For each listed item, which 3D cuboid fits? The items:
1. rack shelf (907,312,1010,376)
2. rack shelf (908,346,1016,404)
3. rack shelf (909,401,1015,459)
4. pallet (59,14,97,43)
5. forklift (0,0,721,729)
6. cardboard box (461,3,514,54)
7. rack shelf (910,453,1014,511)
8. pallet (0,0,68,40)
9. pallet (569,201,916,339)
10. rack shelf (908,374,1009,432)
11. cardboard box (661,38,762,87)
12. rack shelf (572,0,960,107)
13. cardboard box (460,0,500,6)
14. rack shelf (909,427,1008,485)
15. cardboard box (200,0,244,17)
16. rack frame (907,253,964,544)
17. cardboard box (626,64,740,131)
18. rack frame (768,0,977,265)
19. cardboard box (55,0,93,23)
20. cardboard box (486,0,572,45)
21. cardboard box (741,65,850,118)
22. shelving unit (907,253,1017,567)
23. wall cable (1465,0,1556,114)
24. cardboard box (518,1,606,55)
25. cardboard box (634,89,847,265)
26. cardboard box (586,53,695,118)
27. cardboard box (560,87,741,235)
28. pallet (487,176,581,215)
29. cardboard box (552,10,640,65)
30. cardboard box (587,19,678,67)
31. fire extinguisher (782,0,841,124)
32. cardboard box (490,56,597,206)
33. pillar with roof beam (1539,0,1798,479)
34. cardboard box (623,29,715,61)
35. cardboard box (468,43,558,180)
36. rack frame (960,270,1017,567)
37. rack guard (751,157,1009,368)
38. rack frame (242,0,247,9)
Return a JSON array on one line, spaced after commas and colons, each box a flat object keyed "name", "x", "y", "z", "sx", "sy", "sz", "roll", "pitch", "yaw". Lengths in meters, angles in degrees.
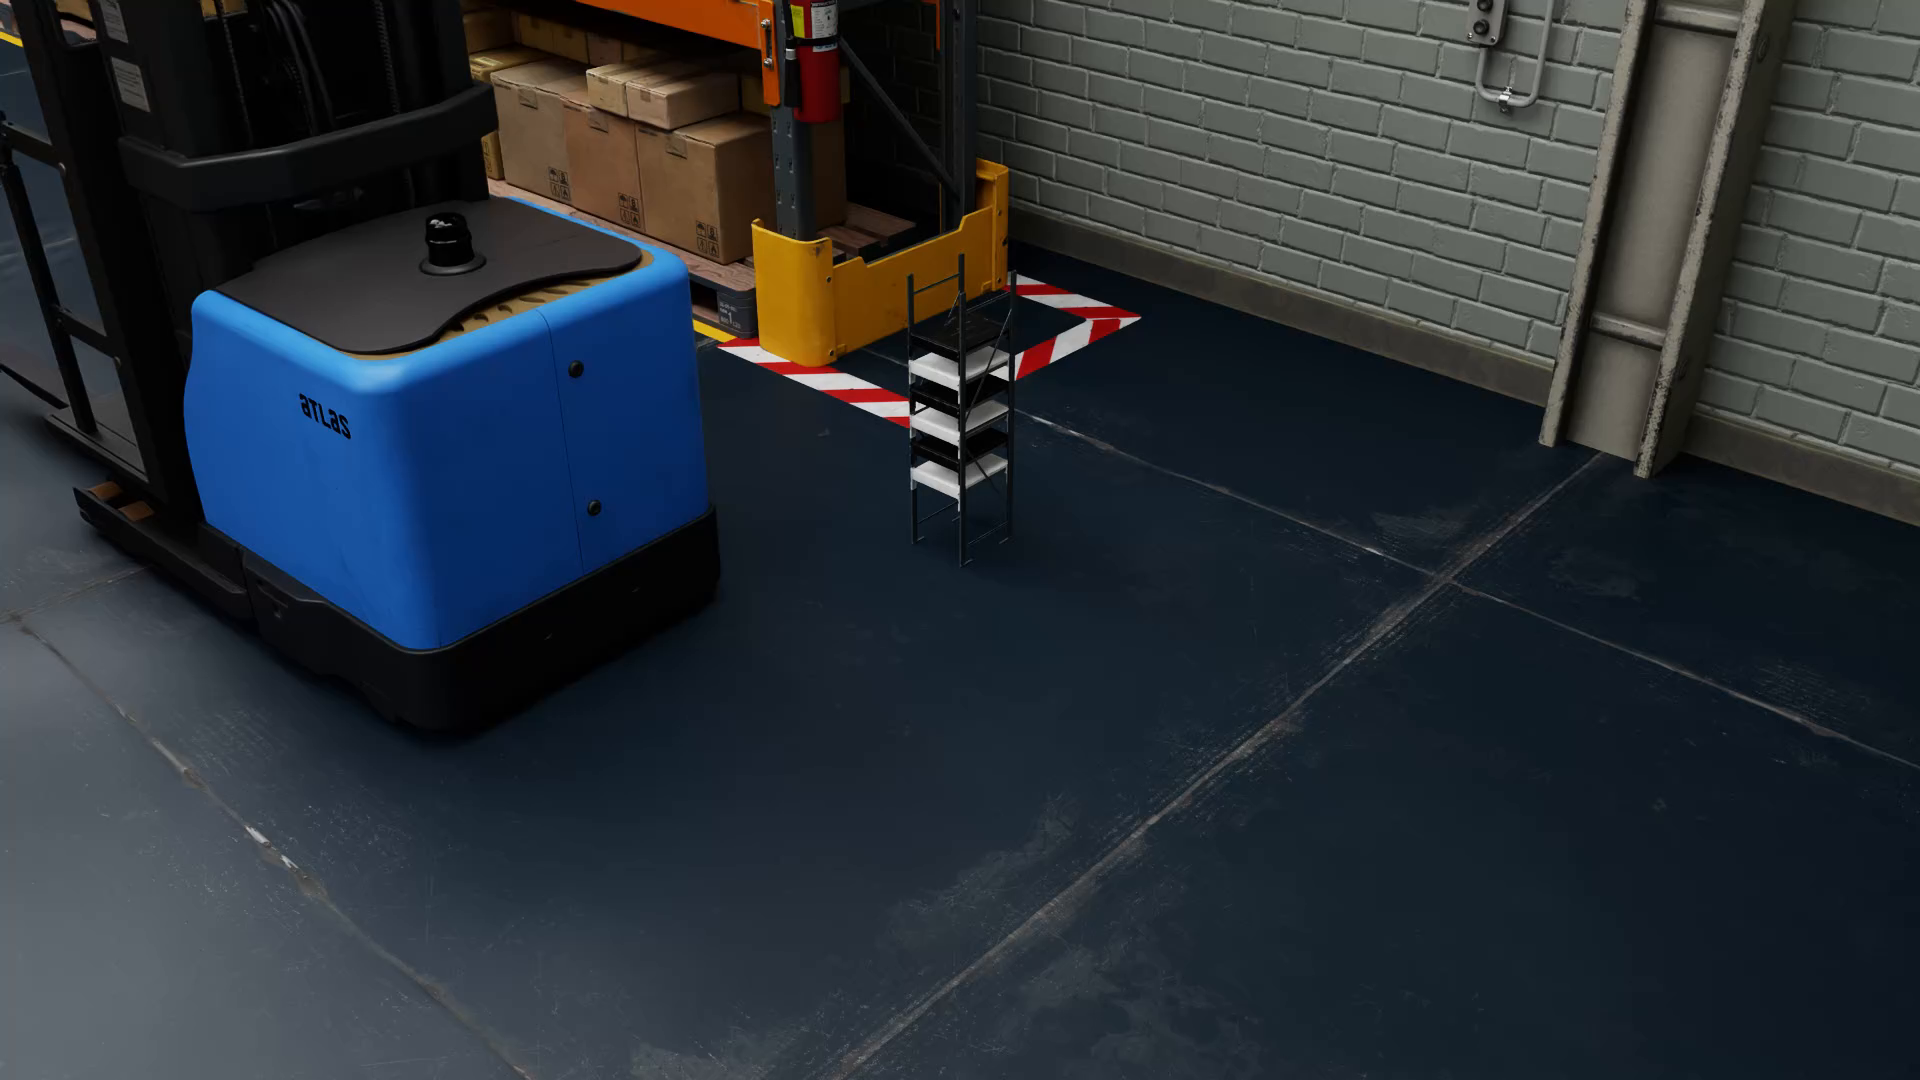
[{"name": "rack shelf", "x": 0.006, "y": -0.585, "z": 4.891, "sx": 0.200, "sy": 0.077, "sz": 0.258, "roll": 25, "pitch": 39, "yaw": 35}, {"name": "rack shelf", "x": 0.006, "y": -0.508, "z": 4.938, "sx": 0.200, "sy": 0.077, "sz": 0.258, "roll": 25, "pitch": 39, "yaw": 35}, {"name": "rack shelf", "x": 0.006, "y": -0.354, "z": 5.030, "sx": 0.200, "sy": 0.077, "sz": 0.258, "roll": 25, "pitch": 39, "yaw": 35}, {"name": "pallet", "x": -4.808, "y": -3.071, "z": 10.146, "sx": 1.213, "sy": 0.211, "sz": 1.003, "roll": 25, "pitch": 39, "yaw": 35}, {"name": "forklift", "x": -2.160, "y": -1.392, "z": 4.721, "sx": 3.031, "sy": 2.935, "sz": 1.130, "roll": 24, "pitch": 38, "yaw": 34}, {"name": "cardboard box", "x": -2.272, "y": -2.325, "z": 7.591, "sx": 0.250, "sy": 0.149, "sz": 0.380, "roll": 24, "pitch": 38, "yaw": 34}, {"name": "rack shelf", "x": 0.006, "y": -0.200, "z": 5.123, "sx": 0.200, "sy": 0.077, "sz": 0.258, "roll": 25, "pitch": 39, "yaw": 35}, {"name": "pallet", "x": -5.708, "y": -3.493, "z": 10.847, "sx": 1.213, "sy": 0.211, "sz": 1.003, "roll": 25, "pitch": 39, "yaw": 35}, {"name": "pallet", "x": -0.956, "y": -1.273, "z": 7.159, "sx": 1.213, "sy": 0.211, "sz": 1.003, "roll": 25, "pitch": 39, "yaw": 35}, {"name": "rack shelf", "x": 0.006, "y": -0.431, "z": 4.984, "sx": 0.200, "sy": 0.077, "sz": 0.258, "roll": 25, "pitch": 39, "yaw": 35}, {"name": "cardboard box", "x": -1.046, "y": -2.020, "z": 7.084, "sx": 0.250, "sy": 0.149, "sz": 0.380, "roll": 25, "pitch": 39, "yaw": 35}, {"name": "rack shelf", "x": -1.793, "y": -2.604, "z": 7.365, "sx": 4.000, "sy": 0.370, "sz": 1.077, "roll": 25, "pitch": 39, "yaw": 35}, {"name": "cardboard box", "x": -2.177, "y": -2.547, "z": 7.961, "sx": 0.250, "sy": 0.149, "sz": 0.380, "roll": 24, "pitch": 38, "yaw": 34}, {"name": "rack shelf", "x": 0.006, "y": -0.277, "z": 5.077, "sx": 0.200, "sy": 0.077, "sz": 0.258, "roll": 25, "pitch": 39, "yaw": 35}, {"name": "cardboard box", "x": -3.845, "y": -3.039, "z": 9.067, "sx": 0.750, "sy": 0.750, "sz": 0.750, "roll": 26, "pitch": 39, "yaw": 36}, {"name": "rack frame", "x": -0.069, "y": -0.418, "z": 5.072, "sx": 0.006, "sy": 0.900, "sz": 0.240, "roll": 25, "pitch": 39, "yaw": 35}, {"name": "cardboard box", "x": -1.114, "y": -1.786, "z": 6.696, "sx": 0.250, "sy": 0.149, "sz": 0.380, "roll": 25, "pitch": 39, "yaw": 35}, {"name": "rack frame", "x": -0.310, "y": -2.220, "z": 6.030, "sx": 0.127, "sy": 3.000, "sz": 1.000, "roll": 25, "pitch": 39, "yaw": 35}, {"name": "cardboard box", "x": -5.139, "y": -3.638, "z": 10.062, "sx": 0.750, "sy": 0.750, "sz": 0.750, "roll": 25, "pitch": 39, "yaw": 35}, {"name": "cardboard box", "x": -1.990, "y": -2.460, "z": 7.815, "sx": 0.250, "sy": 0.149, "sz": 0.380, "roll": 25, "pitch": 39, "yaw": 36}, {"name": "cardboard box", "x": -0.670, "y": -1.845, "z": 6.793, "sx": 0.250, "sy": 0.149, "sz": 0.380, "roll": 25, "pitch": 39, "yaw": 35}, {"name": "shelving unit", "x": 0.006, "y": -0.383, "z": 5.013, "sx": 0.210, "sy": 0.900, "sz": 0.258, "roll": 25, "pitch": 39, "yaw": 35}, {"name": "wall cable", "x": 1.274, "y": -2.574, "z": 5.633, "sx": 1.851, "sy": 1.984, "sz": 0.084, "roll": 25, "pitch": 39, "yaw": 35}, {"name": "cardboard box", "x": -1.798, "y": -2.371, "z": 7.667, "sx": 0.250, "sy": 0.149, "sz": 0.380, "roll": 24, "pitch": 39, "yaw": 34}, {"name": "cardboard box", "x": -0.896, "y": -1.534, "z": 6.905, "sx": 0.500, "sy": 0.500, "sz": 0.700, "roll": 25, "pitch": 39, "yaw": 35}, {"name": "cardboard box", "x": -1.304, "y": -1.874, "z": 6.843, "sx": 0.250, "sy": 0.149, "sz": 0.380, "roll": 26, "pitch": 40, "yaw": 36}, {"name": "cardboard box", "x": -1.268, "y": -1.707, "z": 7.193, "sx": 0.500, "sy": 0.500, "sz": 0.700, "roll": 25, "pitch": 39, "yaw": 35}, {"name": "pallet", "x": -1.856, "y": -1.695, "z": 7.861, "sx": 1.213, "sy": 0.211, "sz": 1.003, "roll": 25, "pitch": 39, "yaw": 35}, {"name": "cardboard box", "x": -1.611, "y": -2.283, "z": 7.521, "sx": 0.250, "sy": 0.149, "sz": 0.380, "roll": 25, "pitch": 39, "yaw": 36}, {"name": "cardboard box", "x": -1.420, "y": -2.194, "z": 7.374, "sx": 0.250, "sy": 0.149, "sz": 0.380, "roll": 26, "pitch": 39, "yaw": 36}, {"name": "fire extinguisher", "x": -0.508, "y": -1.799, "z": 5.766, "sx": 0.183, "sy": 0.674, "sz": 0.296, "roll": 25, "pitch": 39, "yaw": 35}, {"name": "cardboard box", "x": -1.641, "y": -1.880, "z": 7.482, "sx": 0.500, "sy": 0.500, "sz": 0.700, "roll": 24, "pitch": 38, "yaw": 34}, {"name": "pillar with roof beam", "x": -0.617, "y": -2.541, "z": 0.746, "sx": 0.400, "sy": 9.000, "sz": 9.100, "roll": 25, "pitch": 39, "yaw": 35}, {"name": "cardboard box", "x": -1.231, "y": -2.106, "z": 7.228, "sx": 0.250, "sy": 0.149, "sz": 0.380, "roll": 25, "pitch": 39, "yaw": 35}, {"name": "cardboard box", "x": -2.041, "y": -2.062, "z": 7.784, "sx": 0.500, "sy": 0.500, "sz": 0.700, "roll": 26, "pitch": 40, "yaw": 36}, {"name": "rack frame", "x": 0.081, "y": -0.348, "z": 4.955, "sx": 0.006, "sy": 0.900, "sz": 0.240, "roll": 25, "pitch": 39, "yaw": 35}, {"name": "rack guard", "x": -0.293, "y": -1.141, "z": 6.661, "sx": 0.348, "sy": 0.500, "sz": 1.175, "roll": 25, "pitch": 39, "yaw": 35}, {"name": "rack frame", "x": -3.276, "y": -3.605, "z": 8.330, "sx": 0.127, "sy": 3.000, "sz": 1.000, "roll": 25, "pitch": 39, "yaw": 35}]
